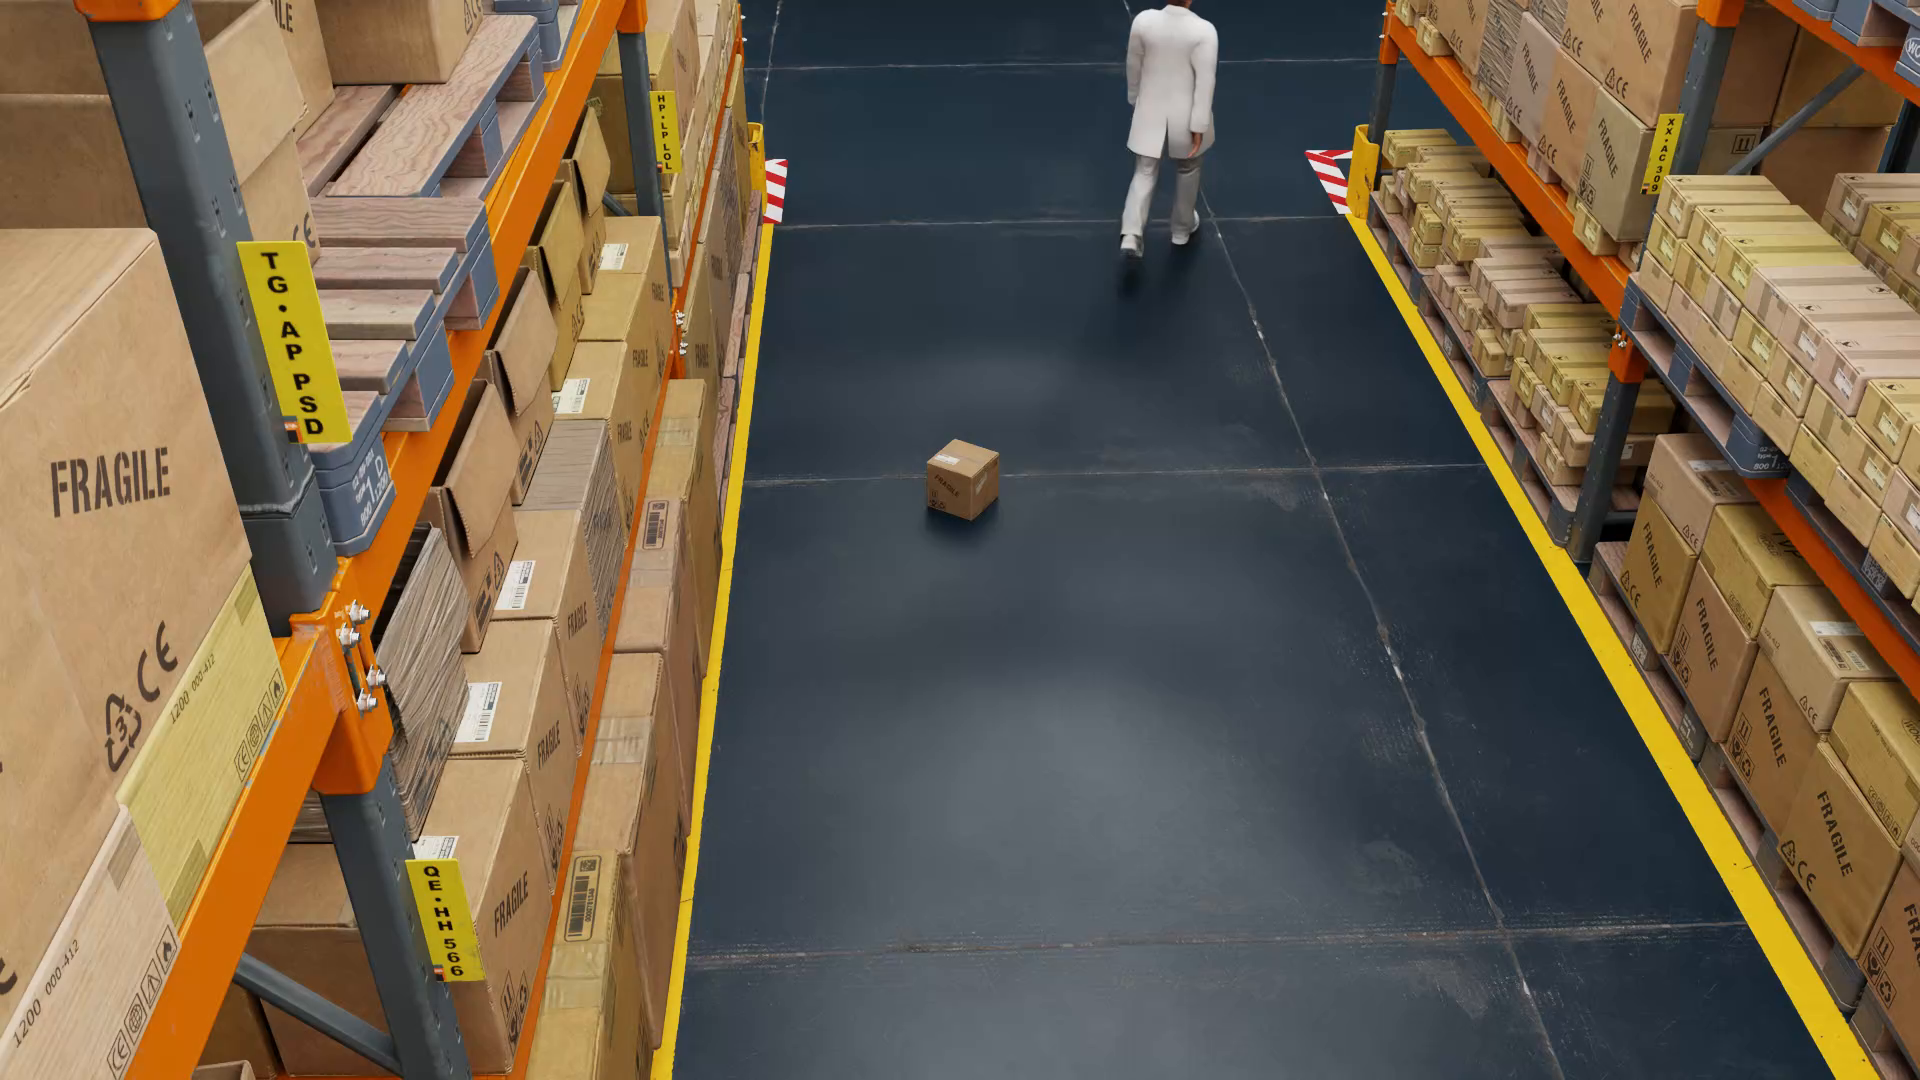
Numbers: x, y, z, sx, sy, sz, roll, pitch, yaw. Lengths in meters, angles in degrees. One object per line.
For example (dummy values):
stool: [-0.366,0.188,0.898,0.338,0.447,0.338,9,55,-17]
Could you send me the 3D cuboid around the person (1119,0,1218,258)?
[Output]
person: [1.220,-2.490,9.742,0.559,1.745,1.012,11,36,16]
